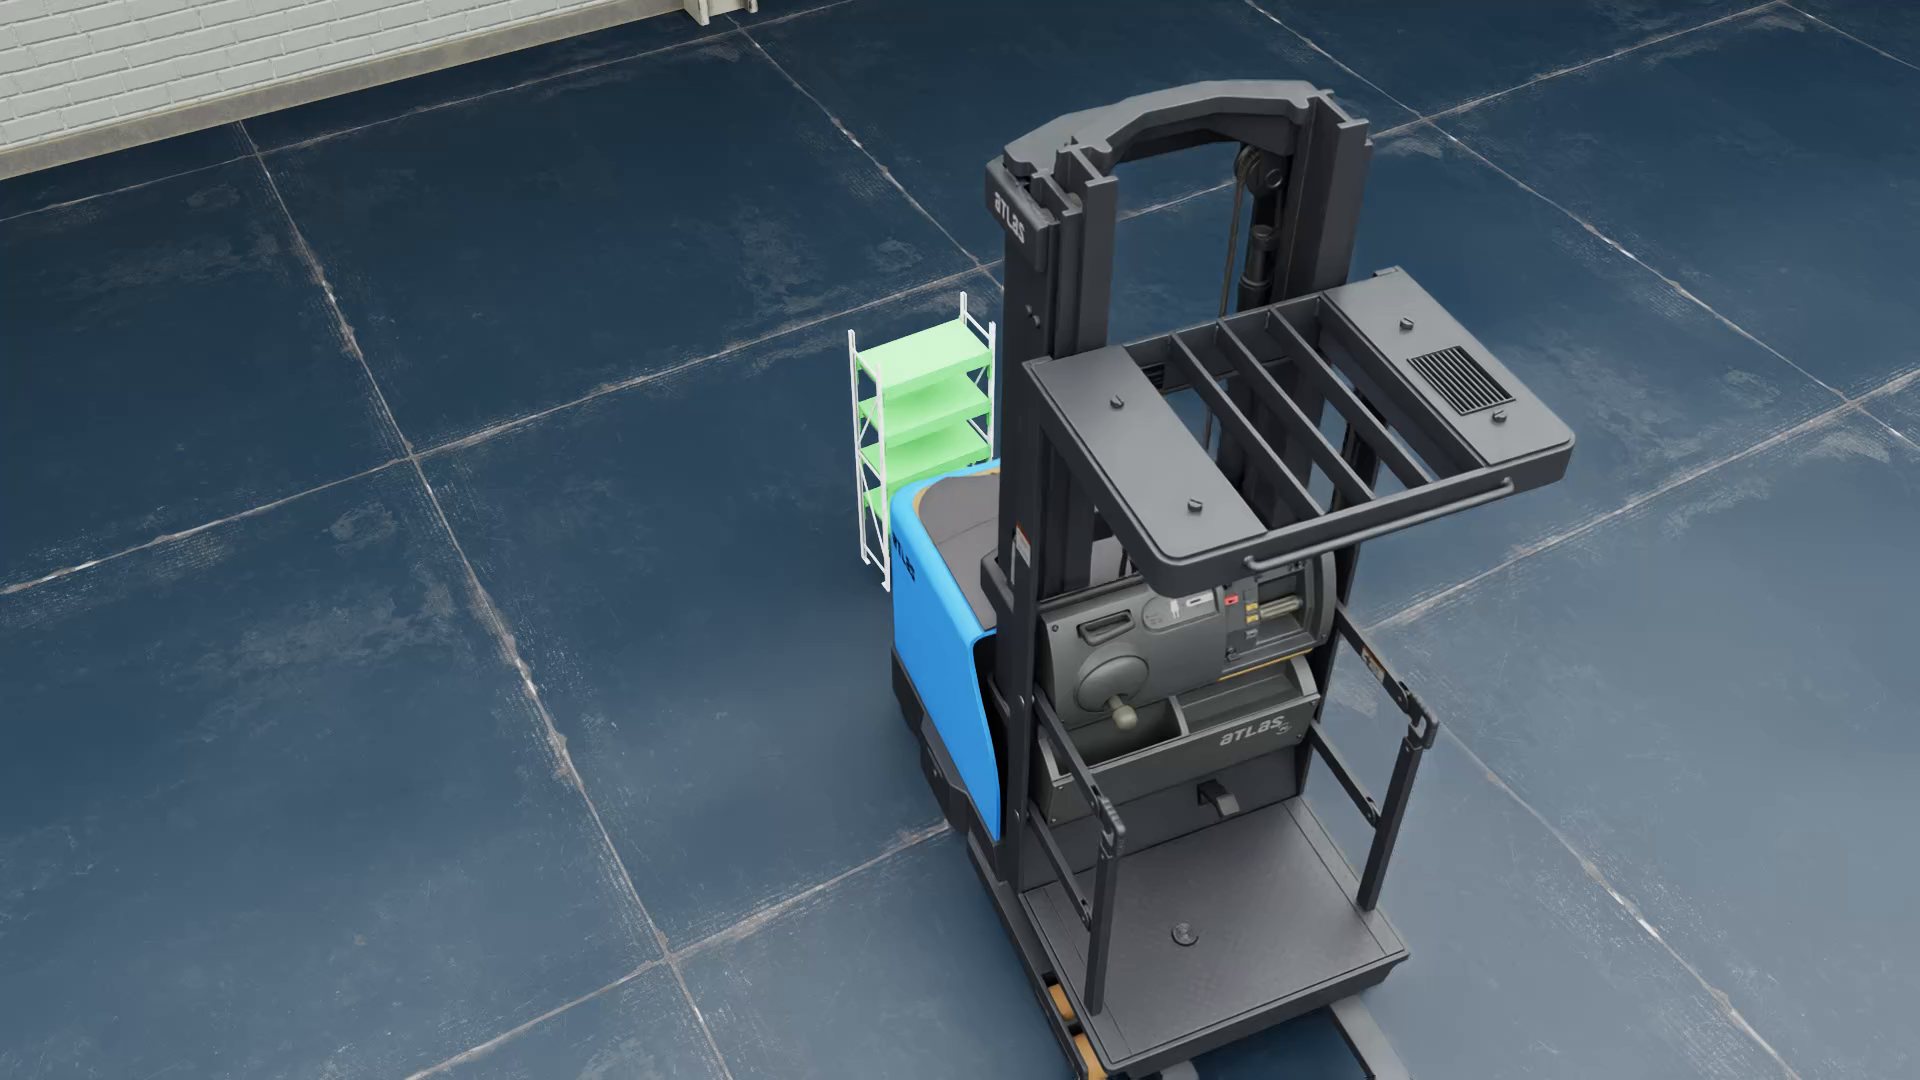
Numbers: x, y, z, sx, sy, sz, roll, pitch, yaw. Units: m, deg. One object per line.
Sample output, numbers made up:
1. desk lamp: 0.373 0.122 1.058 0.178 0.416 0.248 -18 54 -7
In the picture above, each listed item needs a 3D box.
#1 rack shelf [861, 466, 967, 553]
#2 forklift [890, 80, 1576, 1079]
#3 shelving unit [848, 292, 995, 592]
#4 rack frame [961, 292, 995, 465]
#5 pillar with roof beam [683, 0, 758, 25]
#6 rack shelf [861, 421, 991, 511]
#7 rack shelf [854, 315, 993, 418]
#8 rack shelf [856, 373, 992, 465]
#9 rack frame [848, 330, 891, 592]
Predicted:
1. rack shelf: -0.144 -0.155 6.914 0.480 0.148 0.258 -22 48 -21
2. forklift: 0.766 0.358 4.706 1.130 2.935 3.031 -16 46 -16
3. shelving unit: -0.144 -0.373 6.702 0.503 1.200 0.258 -22 48 -21
4. rack frame: 0.068 -0.458 6.790 0.015 1.200 0.240 -22 48 -21
5. pillar with roof beam: 0.601 -4.051 4.892 0.400 9.000 9.100 -22 48 -21
6. rack shelf: -0.144 -0.327 6.747 0.480 0.148 0.258 -22 48 -21
7. rack shelf: -0.144 -0.672 6.413 0.480 0.148 0.258 -22 48 -21
8. rack shelf: -0.144 -0.500 6.580 0.480 0.148 0.258 -22 48 -21
9. rack frame: -0.355 -0.288 6.615 0.015 1.200 0.240 -22 48 -21
